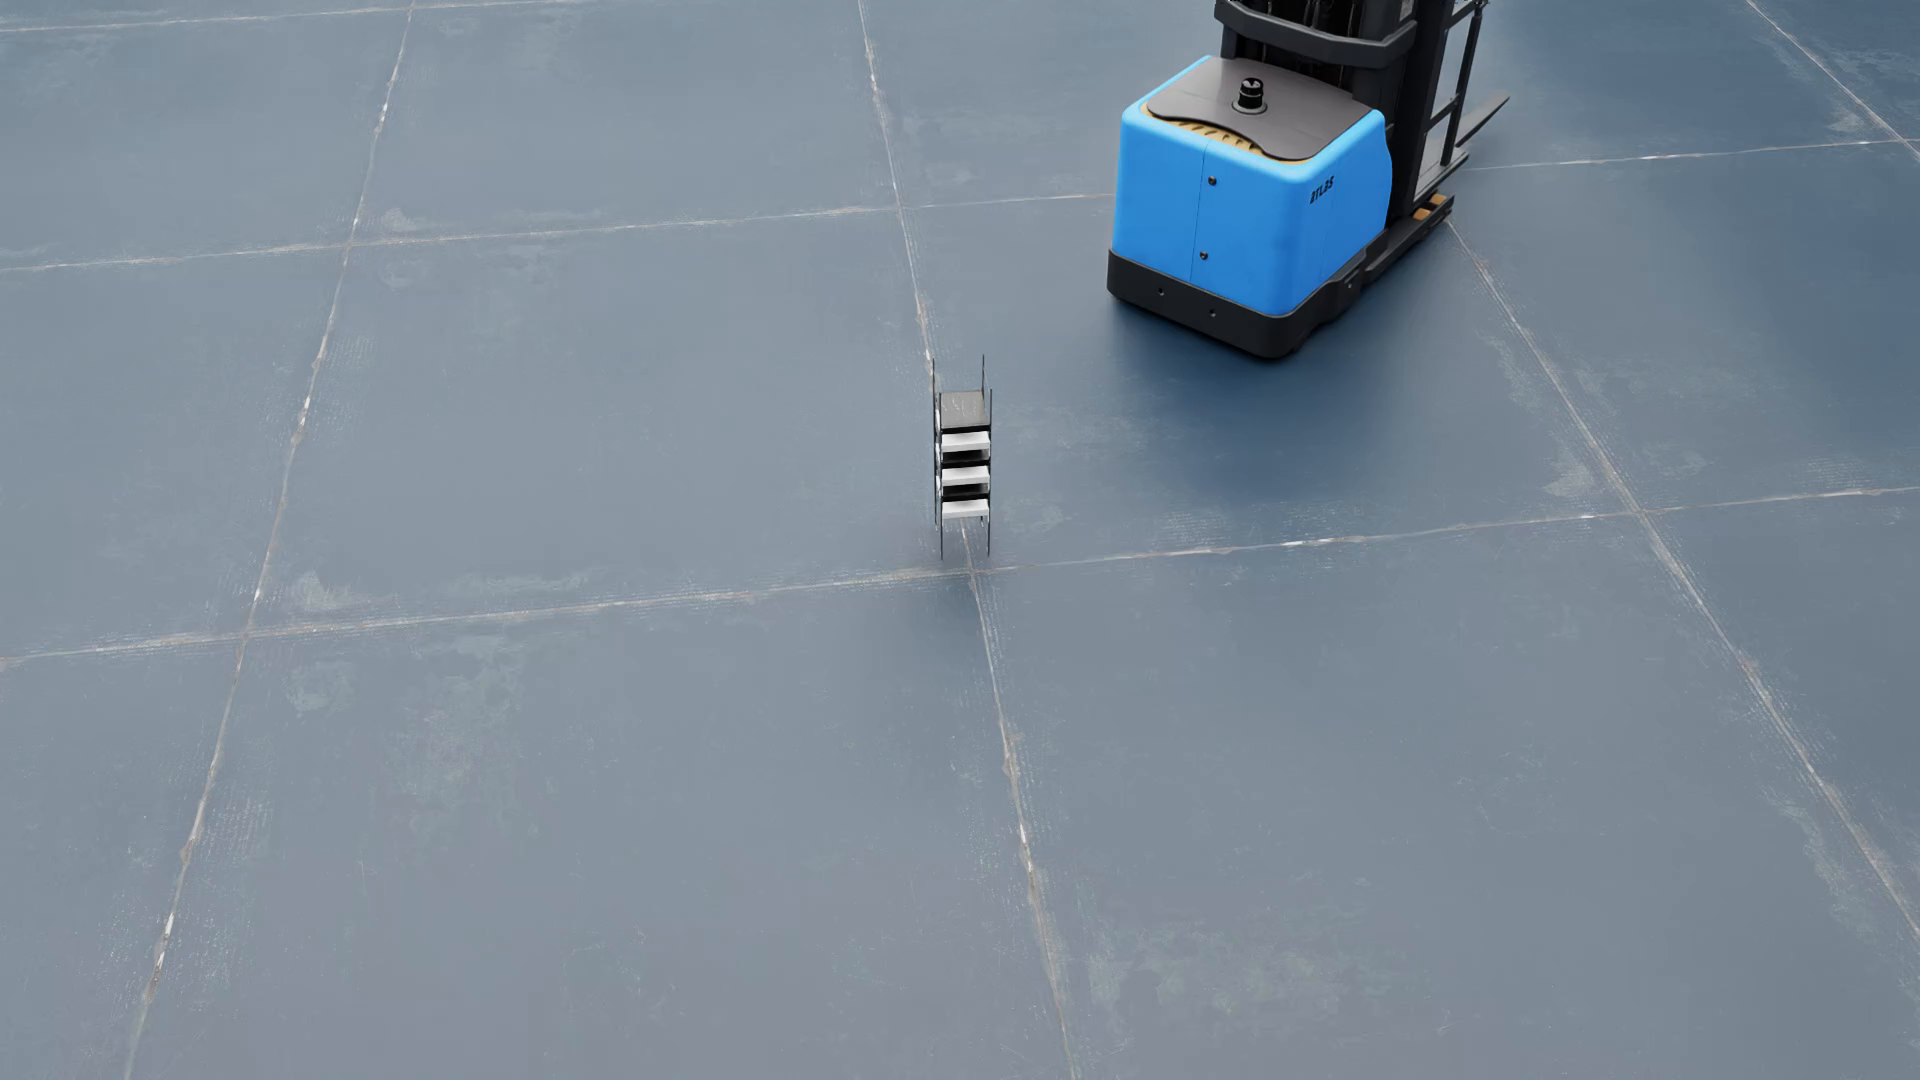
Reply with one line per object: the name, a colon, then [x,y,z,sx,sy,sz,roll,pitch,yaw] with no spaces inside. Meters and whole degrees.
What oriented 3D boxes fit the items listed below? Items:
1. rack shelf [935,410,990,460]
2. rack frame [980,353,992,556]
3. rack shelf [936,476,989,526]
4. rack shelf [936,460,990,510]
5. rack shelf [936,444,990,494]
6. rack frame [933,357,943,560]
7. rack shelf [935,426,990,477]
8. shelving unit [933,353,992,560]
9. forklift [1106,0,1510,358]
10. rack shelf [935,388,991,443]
rack shelf: [0.008,-0.444,6.851,0.200,0.077,0.258,-5,42,-6]
rack frame: [0.109,-0.344,6.959,0.006,0.900,0.240,-5,42,-6]
rack shelf: [0.008,-0.176,7.092,0.200,0.077,0.258,-5,42,-6]
rack shelf: [0.008,-0.243,7.032,0.200,0.077,0.258,-5,42,-6]
rack shelf: [0.008,-0.310,6.972,0.200,0.077,0.258,-5,42,-6]
rack frame: [-0.093,-0.326,6.940,0.006,0.900,0.240,-5,42,-6]
rack shelf: [0.008,-0.377,6.911,0.200,0.077,0.258,-5,42,-6]
shelving unit: [0.008,-0.335,6.949,0.210,0.900,0.258,-5,42,-6]
forklift: [2.062,-2.911,8.288,1.130,2.935,3.031,28,49,27]
rack shelf: [0.008,-0.511,6.791,0.200,0.077,0.258,-5,42,-6]
